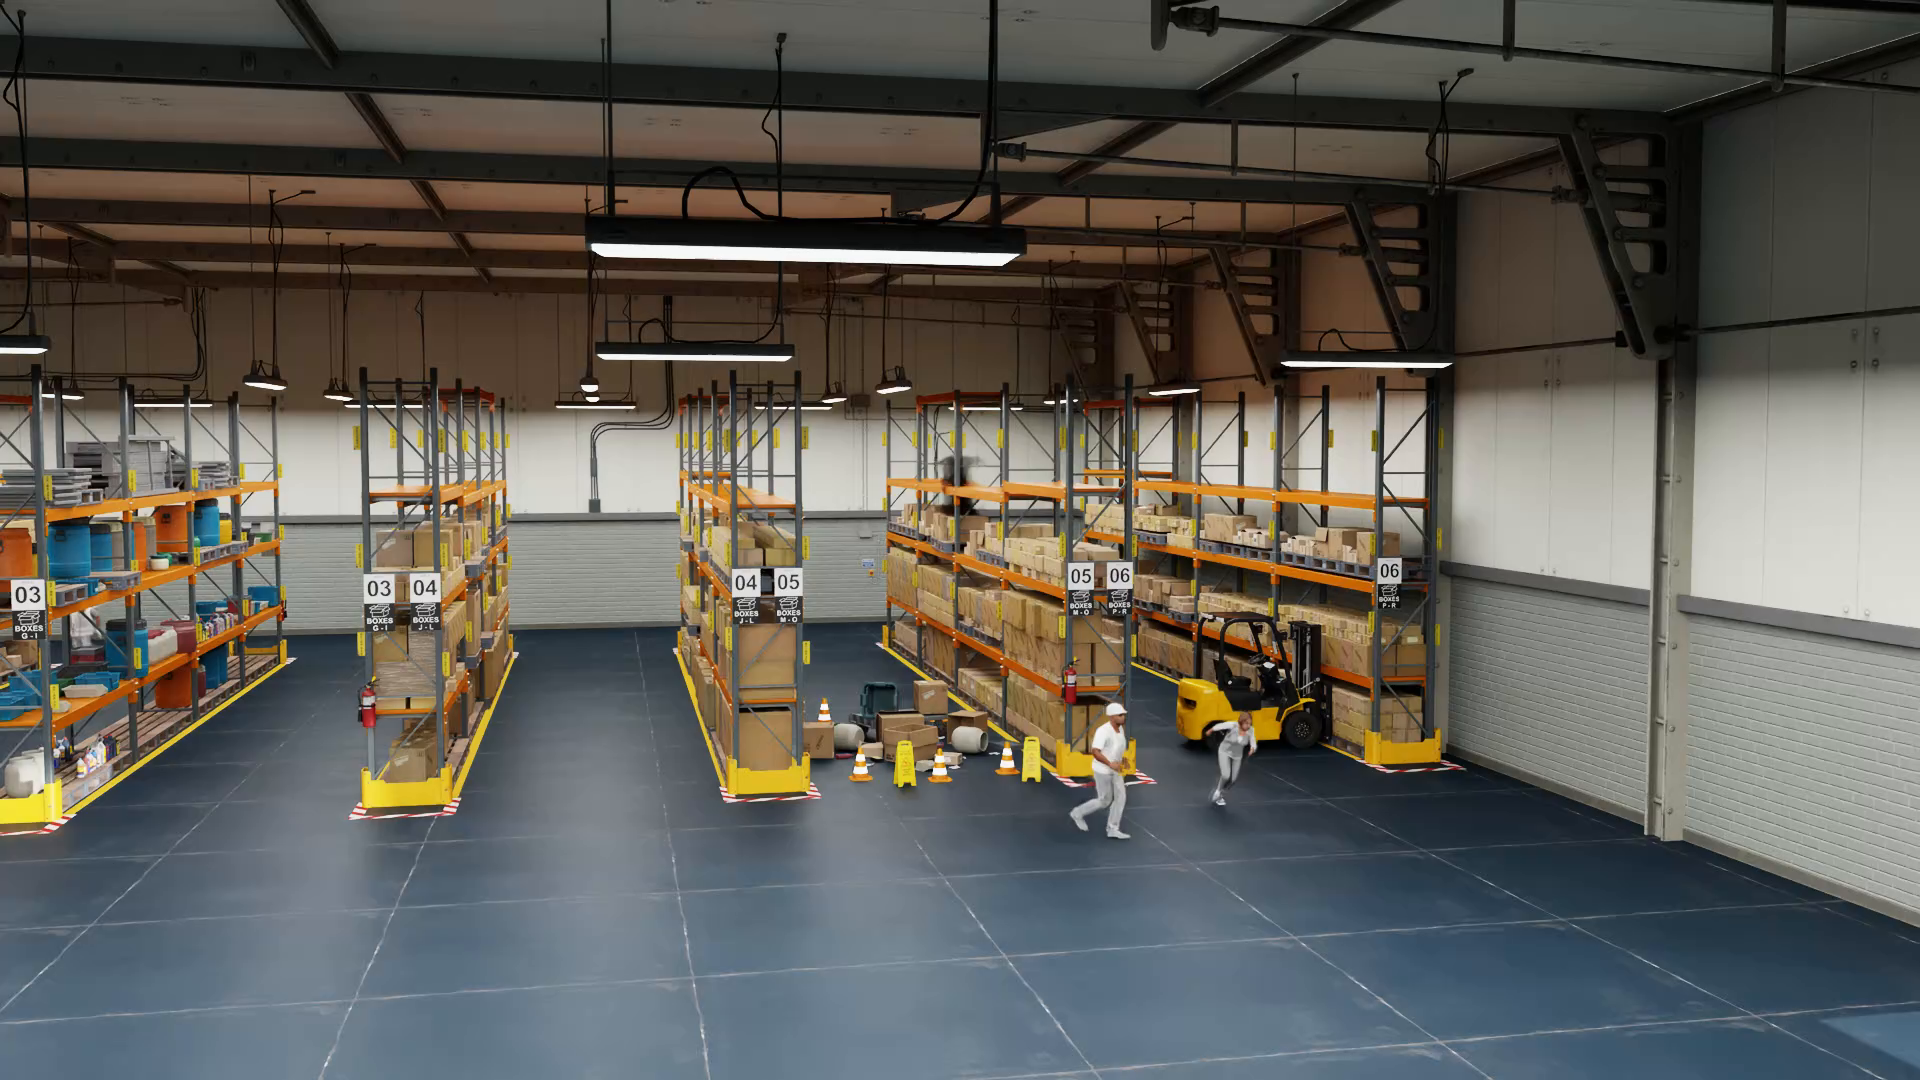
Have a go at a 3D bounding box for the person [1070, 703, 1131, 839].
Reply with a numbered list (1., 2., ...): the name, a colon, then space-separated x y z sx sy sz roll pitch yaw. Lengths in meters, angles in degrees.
1. person: 1.782 2.899 21.000 0.797 1.717 0.704 2 4 33

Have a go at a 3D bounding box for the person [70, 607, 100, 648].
1. person: -18.473 2.035 34.959 0.652 1.784 0.798 -1 4 -16

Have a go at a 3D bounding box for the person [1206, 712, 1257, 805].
1. person: 3.717 2.970 22.542 0.543 1.372 0.901 -1 3 -11
